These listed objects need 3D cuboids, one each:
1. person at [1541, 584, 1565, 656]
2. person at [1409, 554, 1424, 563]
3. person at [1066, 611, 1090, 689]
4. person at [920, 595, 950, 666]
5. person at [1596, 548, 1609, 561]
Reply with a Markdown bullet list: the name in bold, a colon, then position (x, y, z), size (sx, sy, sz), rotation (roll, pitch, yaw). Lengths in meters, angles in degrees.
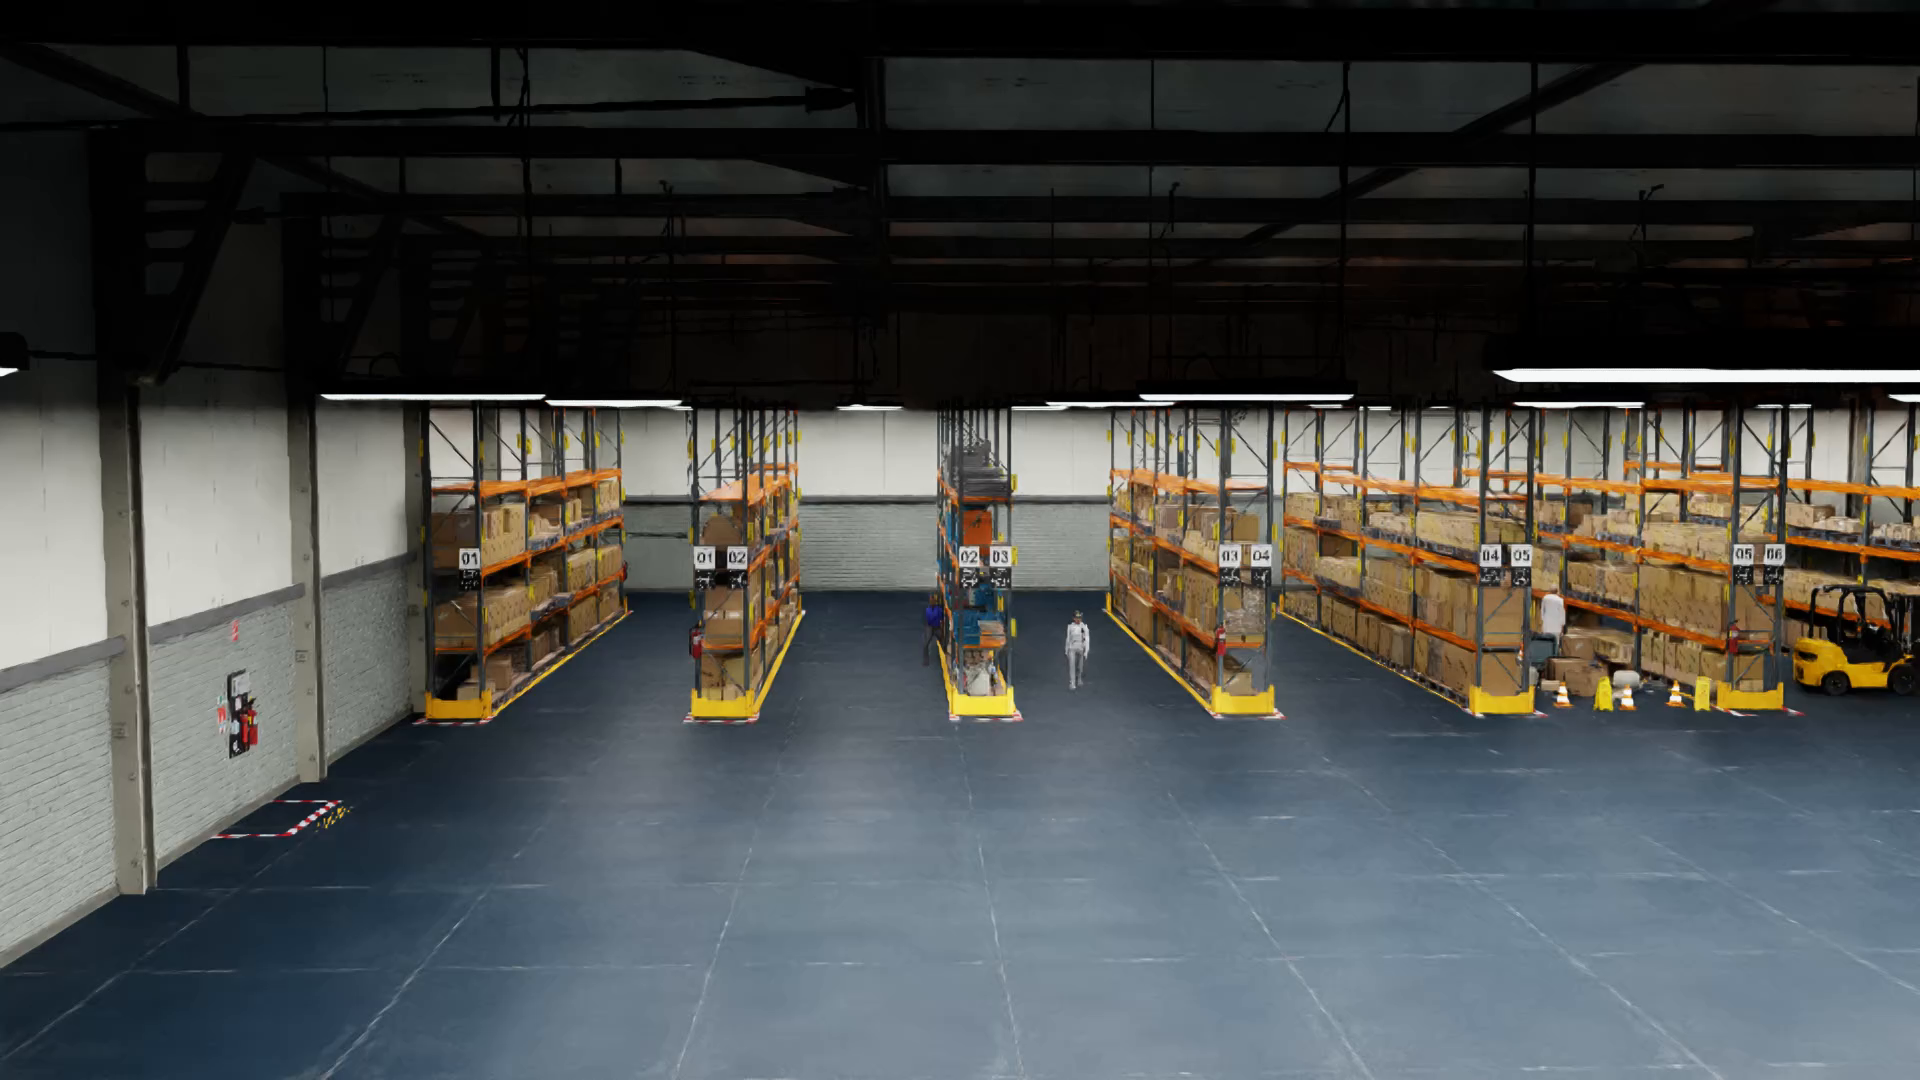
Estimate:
- **person**: position (13.517, 1.993, 37.853), size (0.515, 1.590, 0.638), rotation (-3, 5, -33)
- **person**: position (14.101, 0.917, 51.382), size (0.683, 1.666, 0.791), rotation (-2, 5, -23)
- **person**: position (2.443, 2.247, 34.401), size (0.493, 1.586, 1.069), rotation (0, 4, 0)
- **person**: position (-0.551, 2.028, 37.568), size (0.509, 1.579, 0.939), rotation (1, 5, 19)
- **person**: position (19.201, 1.060, 49.728), size (0.551, 1.667, 0.520), rotation (-3, 6, -38)
